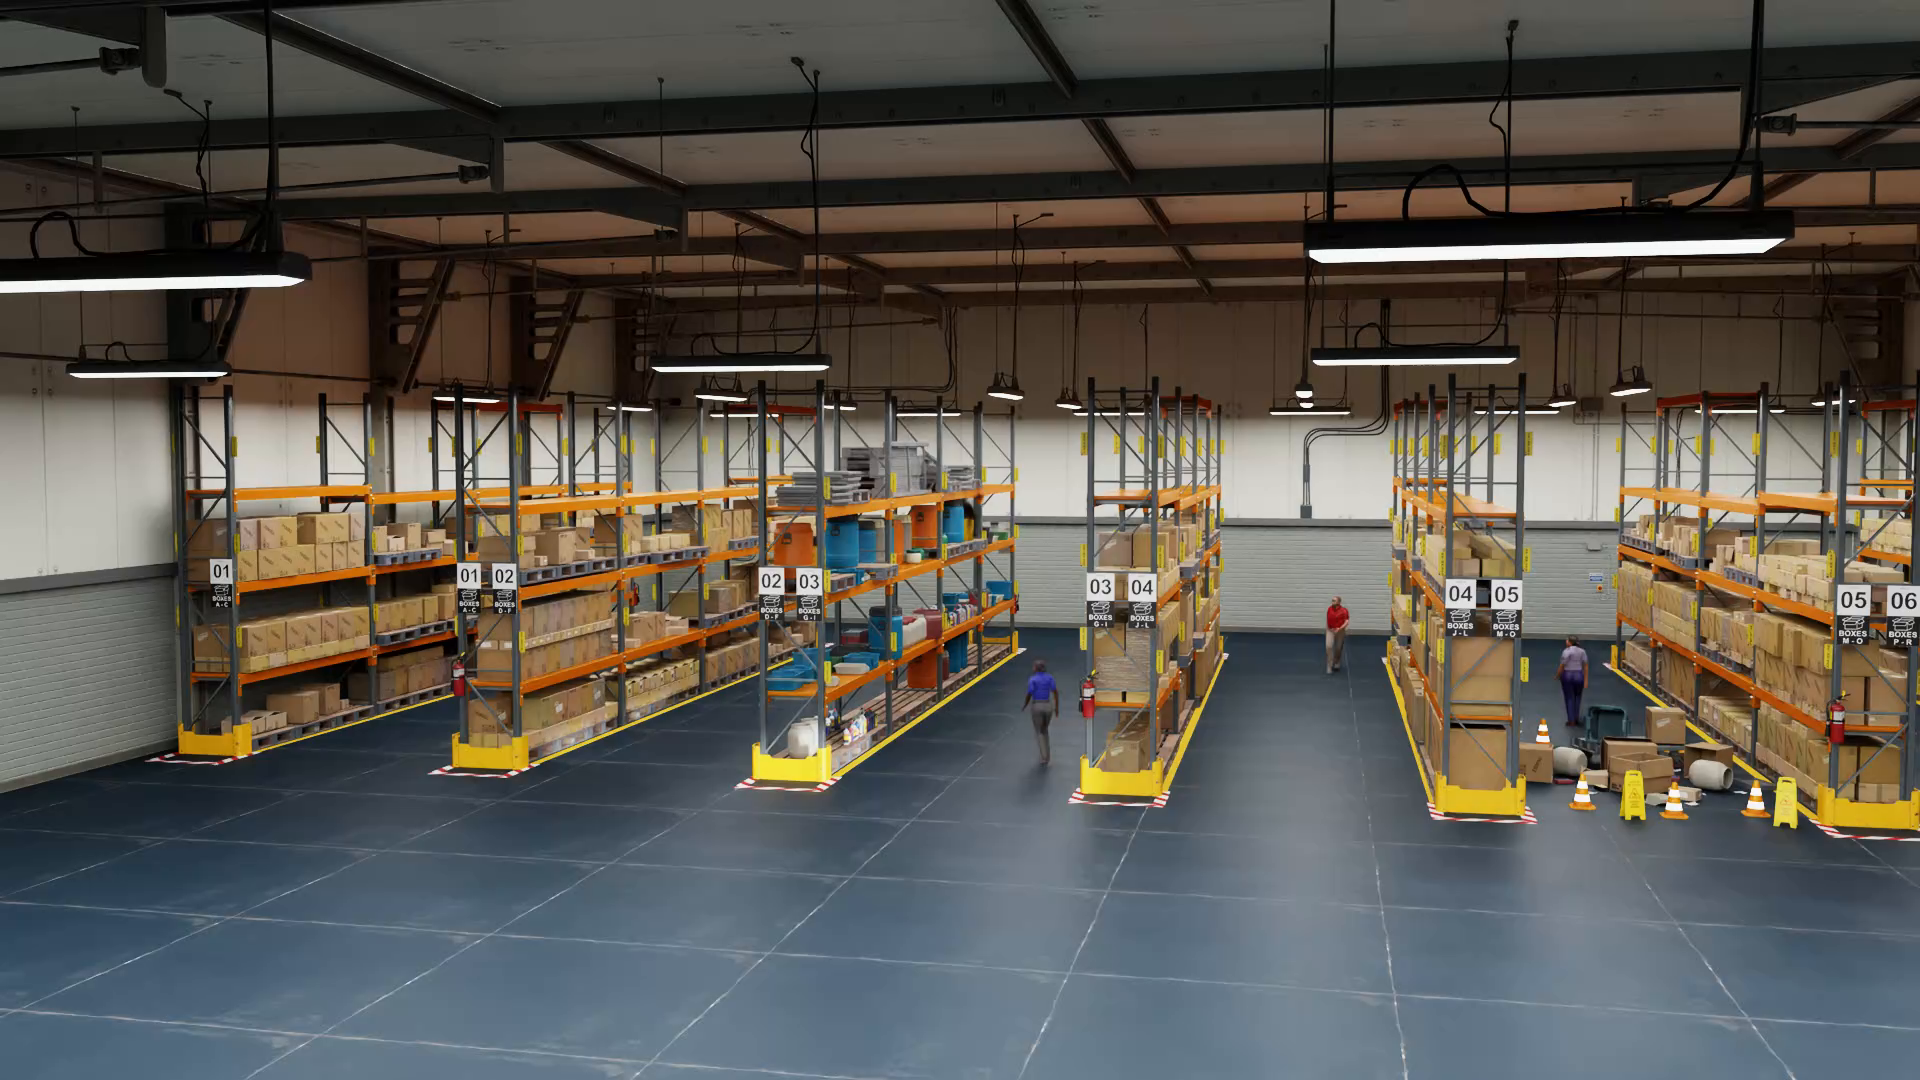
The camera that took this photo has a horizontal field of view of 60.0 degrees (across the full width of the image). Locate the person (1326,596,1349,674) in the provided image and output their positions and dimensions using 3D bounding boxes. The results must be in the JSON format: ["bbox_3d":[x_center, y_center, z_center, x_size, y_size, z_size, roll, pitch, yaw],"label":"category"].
[{"bbox_3d":[8.412,2.102,37.057,0.501,1.716,0.995,1,3,15],"label":"person"}]

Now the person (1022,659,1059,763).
[{"bbox_3d":[1.292,2.757,26.464,0.551,1.699,0.590,-1,3,-23],"label":"person"}]

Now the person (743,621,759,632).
[{"bbox_3d":[-5.332,1.722,43.744,0.732,1.636,0.469,2,4,32],"label":"person"}]

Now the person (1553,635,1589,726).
[{"bbox_3d":[10.973,2.520,29.843,0.585,1.655,0.772,0,3,8],"label":"person"}]
